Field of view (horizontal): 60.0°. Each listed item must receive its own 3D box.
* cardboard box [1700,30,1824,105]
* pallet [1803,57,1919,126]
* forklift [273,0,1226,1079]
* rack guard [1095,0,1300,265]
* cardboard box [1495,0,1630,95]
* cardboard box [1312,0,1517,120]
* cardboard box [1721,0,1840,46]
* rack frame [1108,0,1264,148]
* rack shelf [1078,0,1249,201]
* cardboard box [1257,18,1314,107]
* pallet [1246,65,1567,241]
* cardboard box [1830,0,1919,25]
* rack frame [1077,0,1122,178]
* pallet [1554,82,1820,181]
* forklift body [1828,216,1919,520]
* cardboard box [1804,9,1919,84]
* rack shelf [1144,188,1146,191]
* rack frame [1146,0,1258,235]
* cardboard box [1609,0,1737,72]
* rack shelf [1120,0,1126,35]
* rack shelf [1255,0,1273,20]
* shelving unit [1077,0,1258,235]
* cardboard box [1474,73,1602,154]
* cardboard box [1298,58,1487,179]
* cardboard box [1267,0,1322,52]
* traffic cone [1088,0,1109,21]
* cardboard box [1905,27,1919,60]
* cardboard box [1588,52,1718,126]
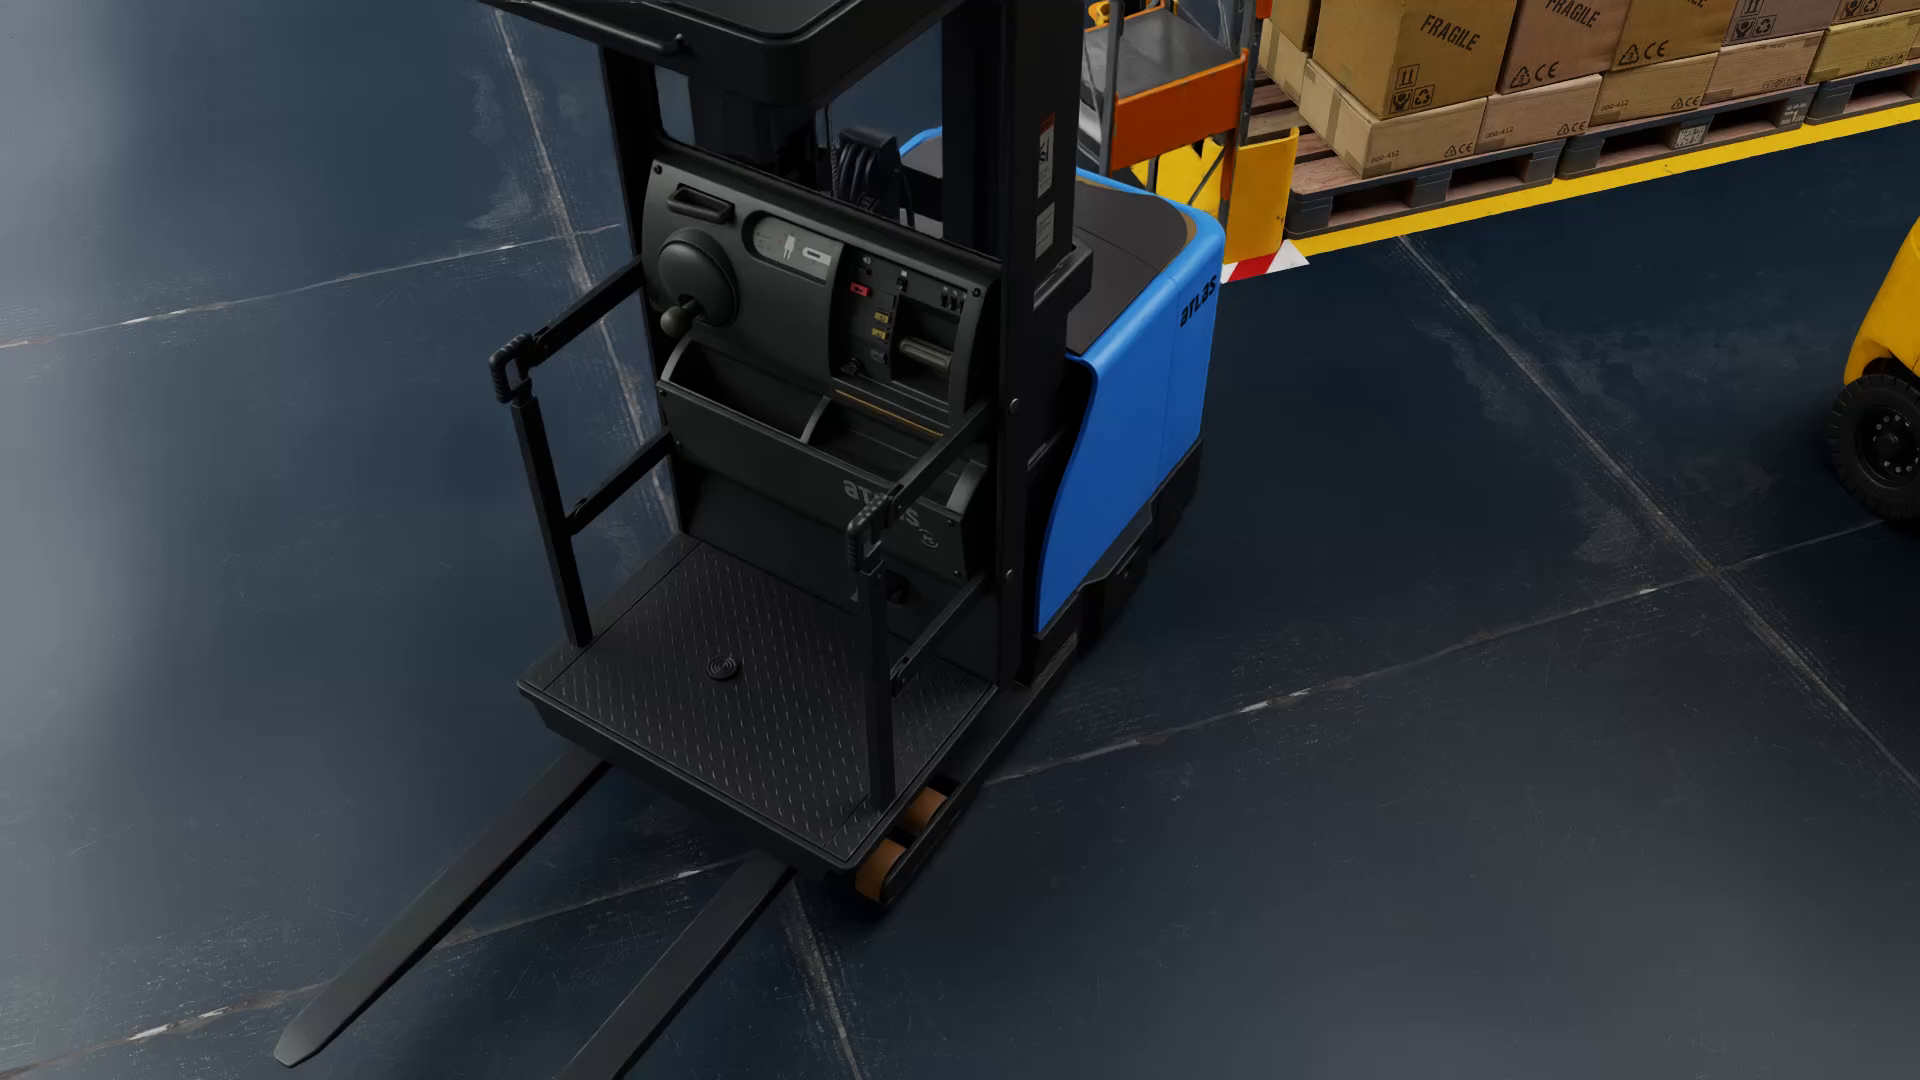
[{"bbox_3d":[3.137,-2.058,6.828,0.500,0.250,0.500,-14,47,-13],"label":"cardboard box"},{"bbox_3d":[3.959,-2.286,7.380,1.213,0.211,1.003,-14,47,-14],"label":"pallet"},{"bbox_3d":[-0.462,-0.483,3.662,1.130,2.935,3.031,24,50,22],"label":"forklift"},{"bbox_3d":[0.888,-1.630,6.521,0.348,0.500,1.175,-14,47,-14],"label":"rack guard"},{"bbox_3d":[2.182,-2.081,6.321,0.500,0.500,0.500,-16,47,-15],"label":"cardboard box"},{"bbox_3d":[1.691,-1.952,6.193,0.500,0.500,0.500,-16,47,-15],"label":"cardboard box"},{"bbox_3d":[3.156,-2.330,6.570,0.500,0.500,0.500,-12,46,-12],"label":"cardboard box"},{"bbox_3d":[0.816,-2.494,5.618,0.127,3.000,1.000,-14,47,-14],"label":"rack frame"},{"bbox_3d":[0.531,-1.279,5.062,0.480,0.518,0.431,-24,50,-22],"label":"rack shelf"},{"bbox_3d":[1.508,-2.051,6.821,0.500,0.250,0.500,-15,47,-14],"label":"cardboard box"},{"bbox_3d":[1.664,-1.699,6.795,1.213,0.211,1.003,-14,47,-14],"label":"pallet"},{"bbox_3d":[3.636,-2.453,6.693,0.500,0.500,0.500,-14,47,-13],"label":"cardboard box"},{"bbox_3d":[0.325,-1.197,4.960,0.015,2.100,0.400,-24,50,-22],"label":"rack frame"},{"bbox_3d":[2.810,-1.990,7.085,1.213,0.211,1.003,-14,47,-14],"label":"pallet"},{"bbox_3d":[3.669,-0.560,4.289,1.214,2.155,2.313,-14,47,-14],"label":"forklift body"},{"bbox_3d":[3.617,-2.177,6.947,0.500,0.250,0.500,-15,47,-15],"label":"cardboard box"},{"bbox_3d":[0.531,-0.785,5.558,0.480,0.518,0.431,-24,50,-22],"label":"rack shelf"},{"bbox_3d":[0.738,-1.381,5.144,0.015,2.100,0.400,-24,50,-22],"label":"rack frame"},{"bbox_3d":[2.656,-2.196,6.436,0.500,0.500,0.500,-13,47,-13],"label":"cardboard box"},{"bbox_3d":[0.531,-1.774,4.566,0.480,0.518,0.431,-24,50,-22],"label":"rack shelf"},{"bbox_3d":[2.698,-2.721,6.352,4.000,0.370,1.077,-14,47,-14],"label":"rack shelf"},{"bbox_3d":[0.531,-1.289,5.052,0.503,2.100,0.431,-24,50,-22],"label":"shelving unit"},{"bbox_3d":[2.152,-1.799,6.570,0.500,0.250,0.500,-13,46,-12],"label":"cardboard box"},{"bbox_3d":[1.669,-1.681,6.452,0.500,0.250,0.500,-15,47,-14],"label":"cardboard box"},{"bbox_3d":[1.481,-2.302,6.542,0.500,0.500,0.500,-14,47,-14],"label":"cardboard box"},{"bbox_3d":[0.783,-2.561,7.476,0.334,0.463,0.336,-14,47,-14],"label":"traffic cone"},{"bbox_3d":[4.114,-2.312,7.081,0.500,0.250,0.500,-12,46,-12],"label":"cardboard box"},{"bbox_3d":[2.661,-1.938,6.709,0.500,0.250,0.500,-11,46,-11],"label":"cardboard box"}]
